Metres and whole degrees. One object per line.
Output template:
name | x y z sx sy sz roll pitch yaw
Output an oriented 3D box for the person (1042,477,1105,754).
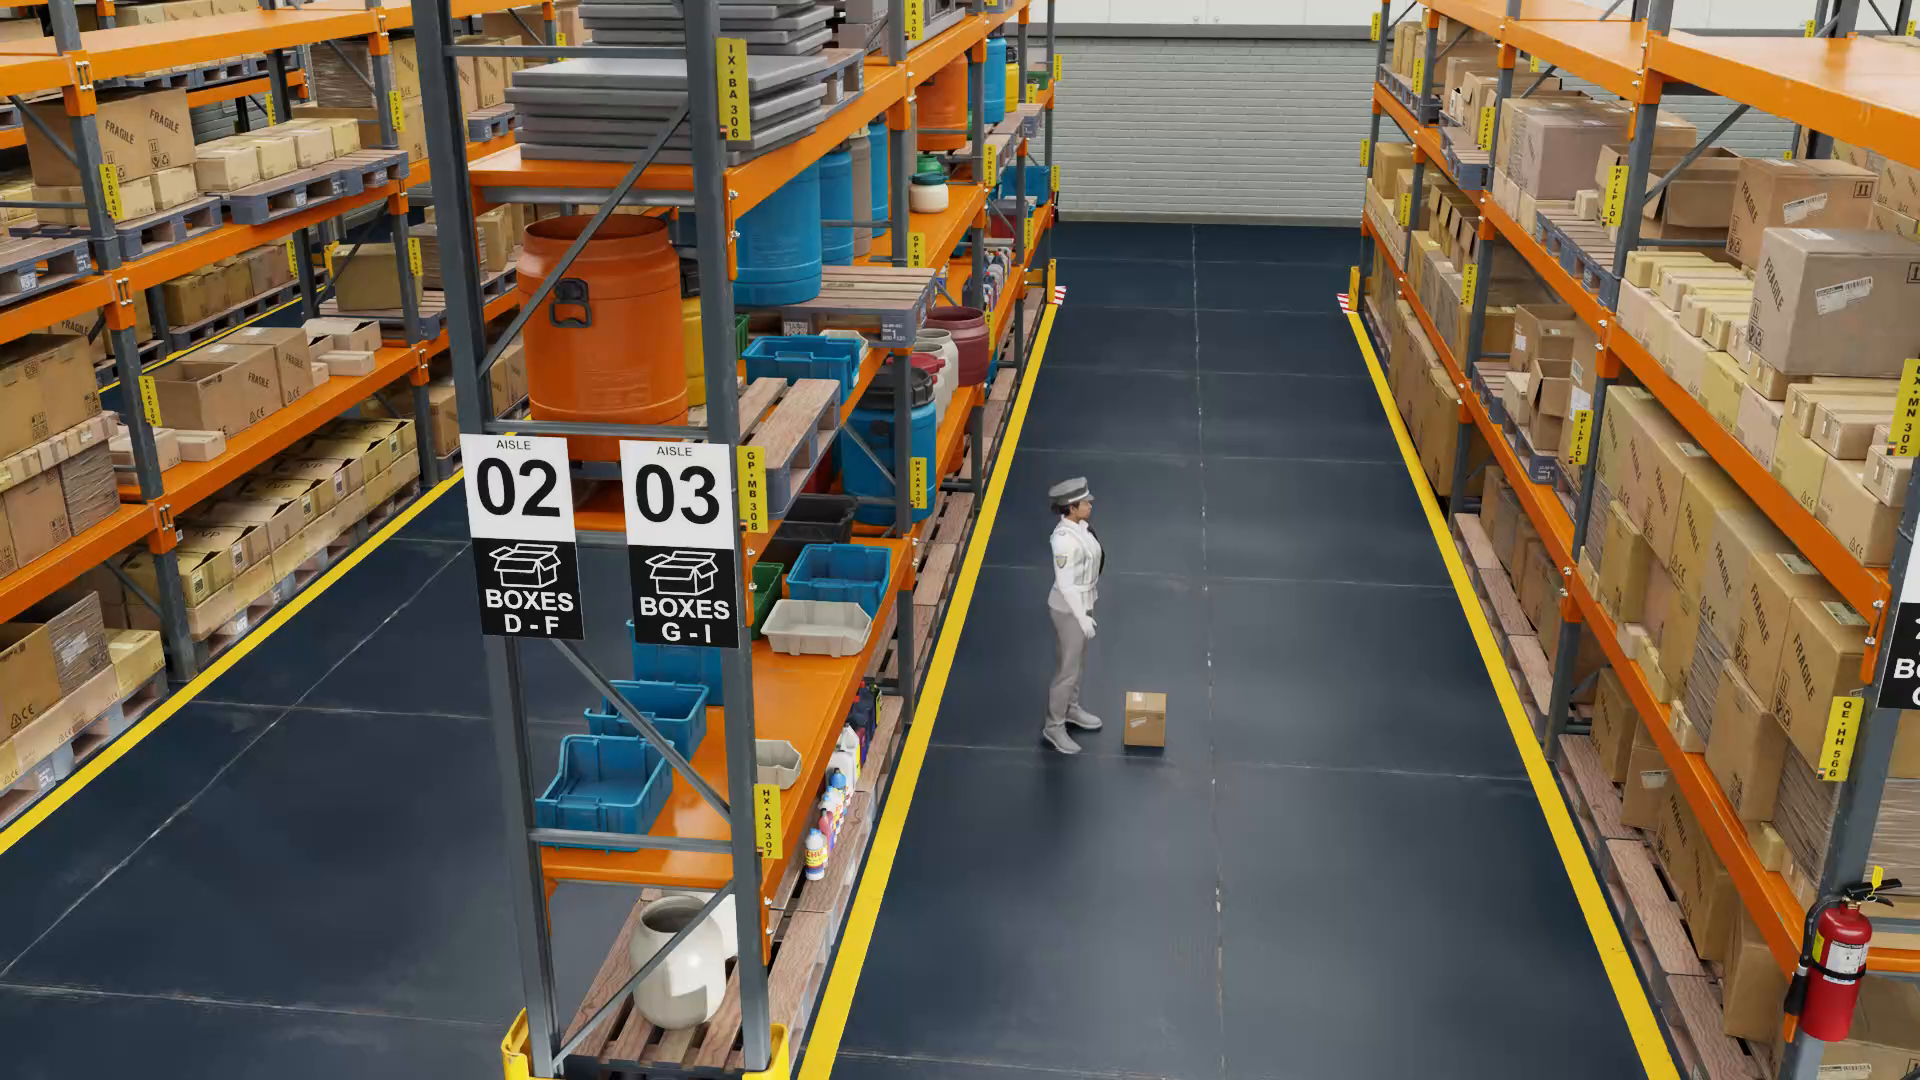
person | 0.705 0.443 10.309 0.361 1.727 0.551 6 22 14
